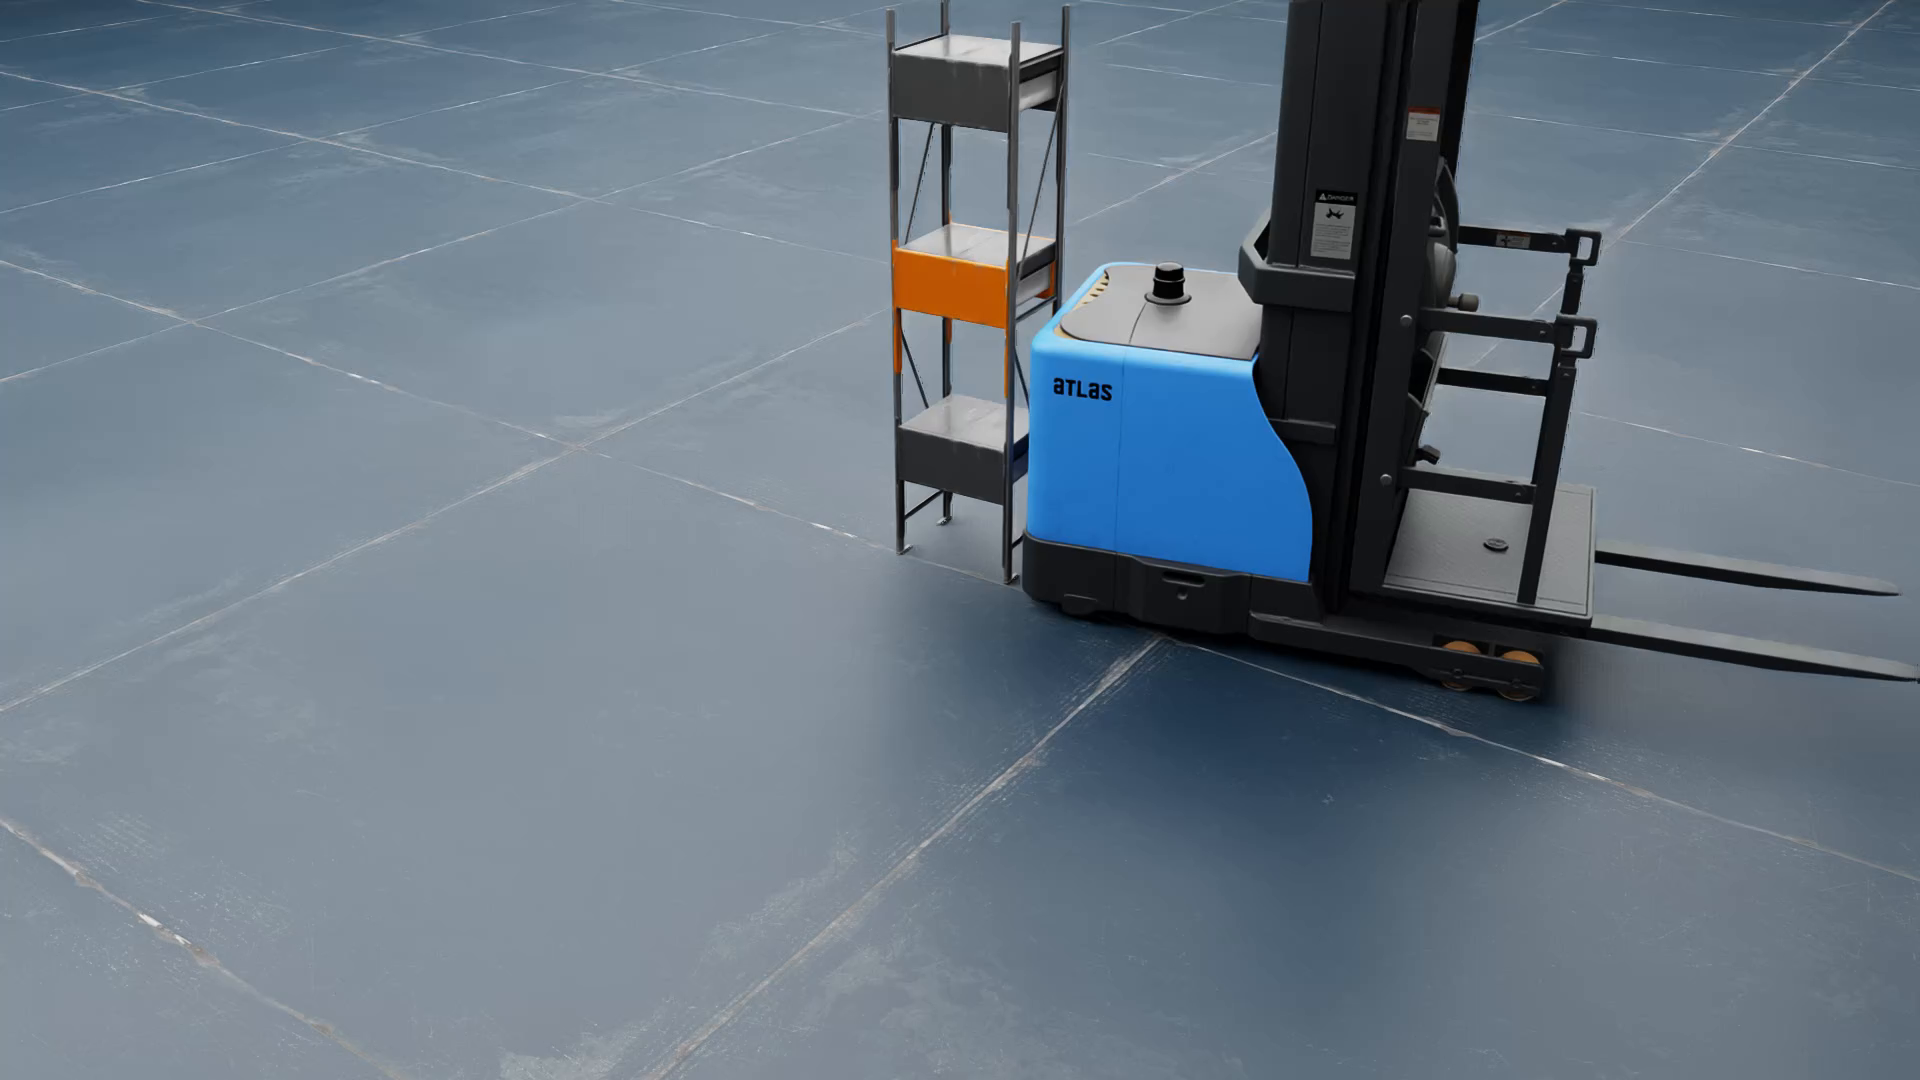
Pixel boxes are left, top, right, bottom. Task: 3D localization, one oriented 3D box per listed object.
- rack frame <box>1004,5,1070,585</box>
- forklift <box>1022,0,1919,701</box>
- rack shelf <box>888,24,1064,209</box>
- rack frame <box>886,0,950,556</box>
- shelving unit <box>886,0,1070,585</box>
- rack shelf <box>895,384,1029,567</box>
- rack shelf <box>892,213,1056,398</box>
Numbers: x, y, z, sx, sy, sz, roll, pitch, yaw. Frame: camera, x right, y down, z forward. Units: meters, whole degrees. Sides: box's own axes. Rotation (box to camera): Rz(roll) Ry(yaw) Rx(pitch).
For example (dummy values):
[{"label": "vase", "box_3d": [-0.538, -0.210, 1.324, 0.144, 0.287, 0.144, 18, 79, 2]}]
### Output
[{"label": "rack frame", "box_3d": [0.275, -0.841, 6.087, 0.015, 2.100, 0.400, 15, 30, 27]}, {"label": "forklift", "box_3d": [1.806, -1.030, 5.542, 3.031, 2.935, 1.130, 9, 28, 17]}, {"label": "rack shelf", "box_3d": [0.064, -1.508, 5.885, 0.480, 0.518, 0.431, 15, 30, 27]}, {"label": "rack frame", "box_3d": [-0.147, -0.952, 6.305, 0.015, 2.100, 0.400, 15, 30, 27]}, {"label": "shelving unit", "box_3d": [0.064, -0.896, 6.196, 0.503, 2.100, 0.431, 15, 30, 27]}, {"label": "rack shelf", "box_3d": [0.064, -0.260, 6.520, 0.480, 0.518, 0.431, 15, 30, 27]}, {"label": "rack shelf", "box_3d": [0.064, -0.884, 6.202, 0.480, 0.518, 0.431, 15, 30, 27]}]
